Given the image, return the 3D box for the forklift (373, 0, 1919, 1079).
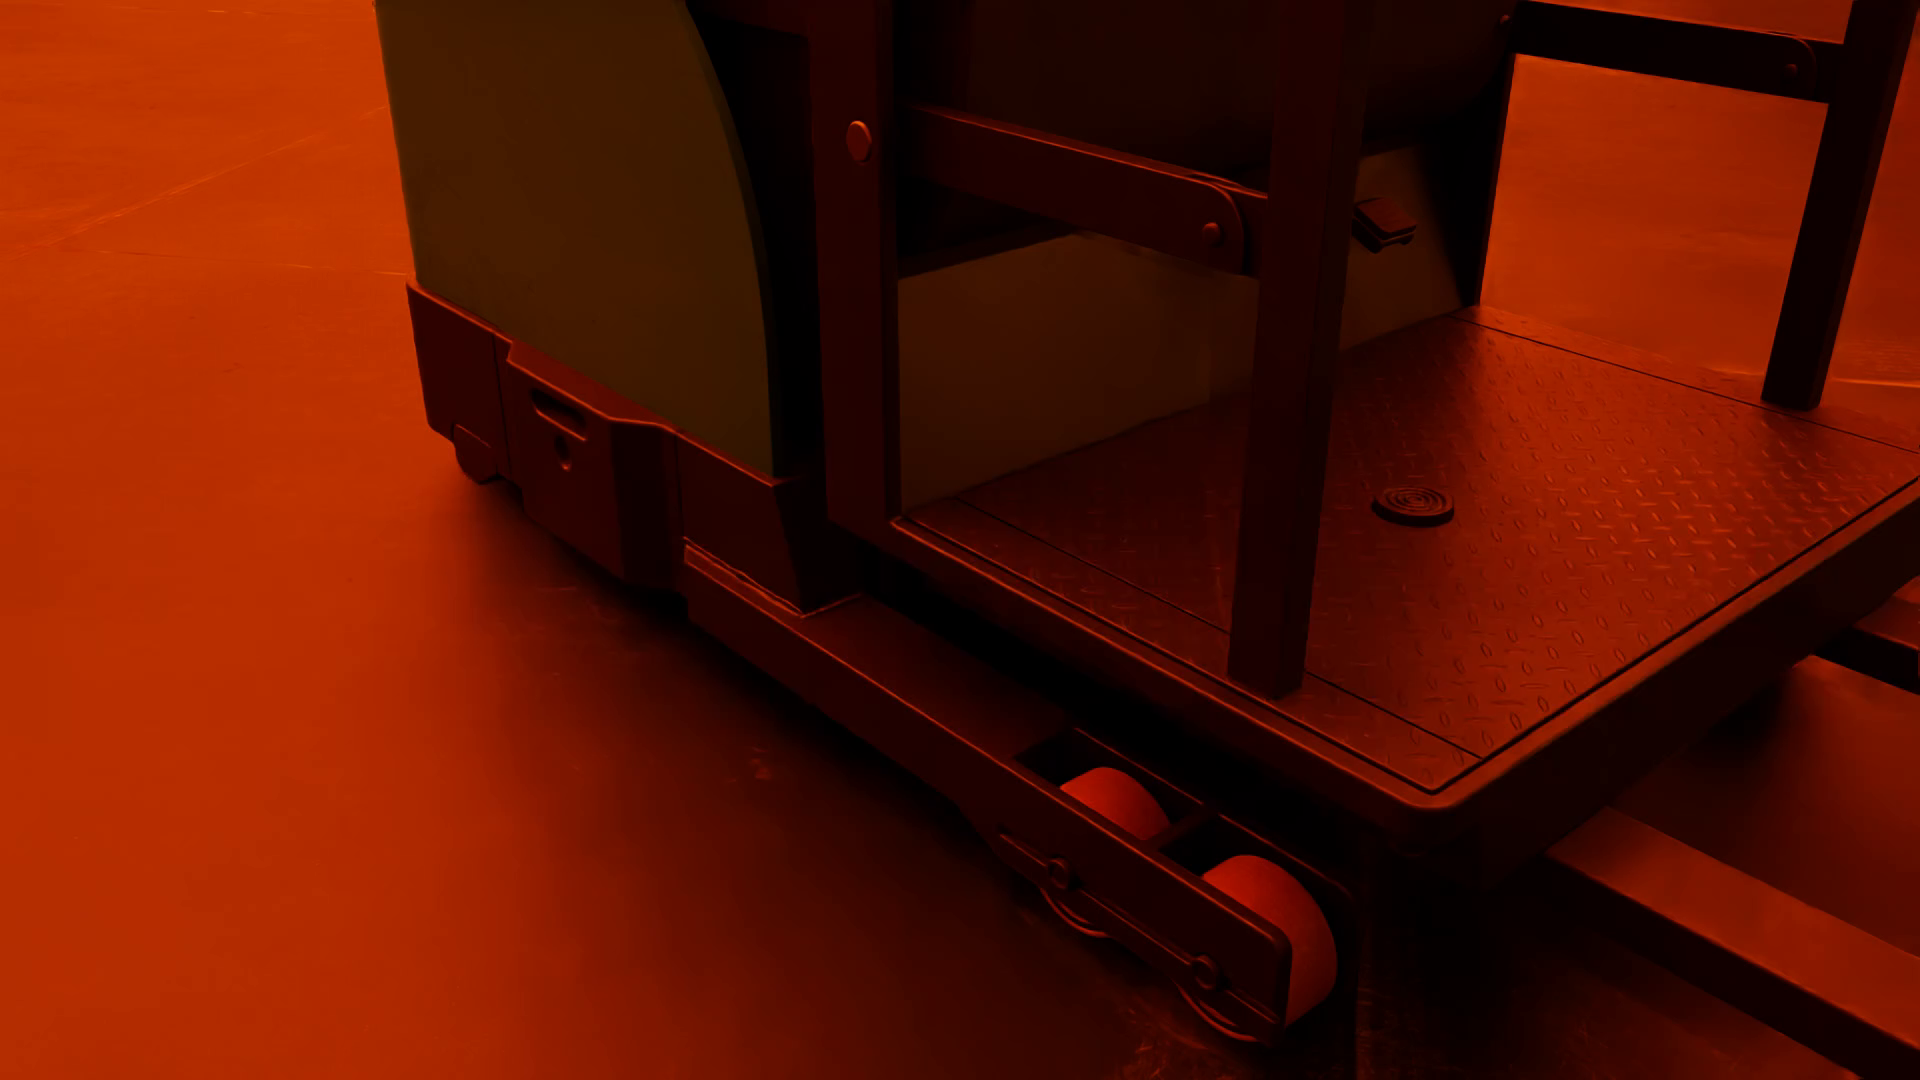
[{"bbox_3d":[0.465,-1.098,1.422,1.130,2.935,3.031,-21,34,-36],"label":"forklift"}]
